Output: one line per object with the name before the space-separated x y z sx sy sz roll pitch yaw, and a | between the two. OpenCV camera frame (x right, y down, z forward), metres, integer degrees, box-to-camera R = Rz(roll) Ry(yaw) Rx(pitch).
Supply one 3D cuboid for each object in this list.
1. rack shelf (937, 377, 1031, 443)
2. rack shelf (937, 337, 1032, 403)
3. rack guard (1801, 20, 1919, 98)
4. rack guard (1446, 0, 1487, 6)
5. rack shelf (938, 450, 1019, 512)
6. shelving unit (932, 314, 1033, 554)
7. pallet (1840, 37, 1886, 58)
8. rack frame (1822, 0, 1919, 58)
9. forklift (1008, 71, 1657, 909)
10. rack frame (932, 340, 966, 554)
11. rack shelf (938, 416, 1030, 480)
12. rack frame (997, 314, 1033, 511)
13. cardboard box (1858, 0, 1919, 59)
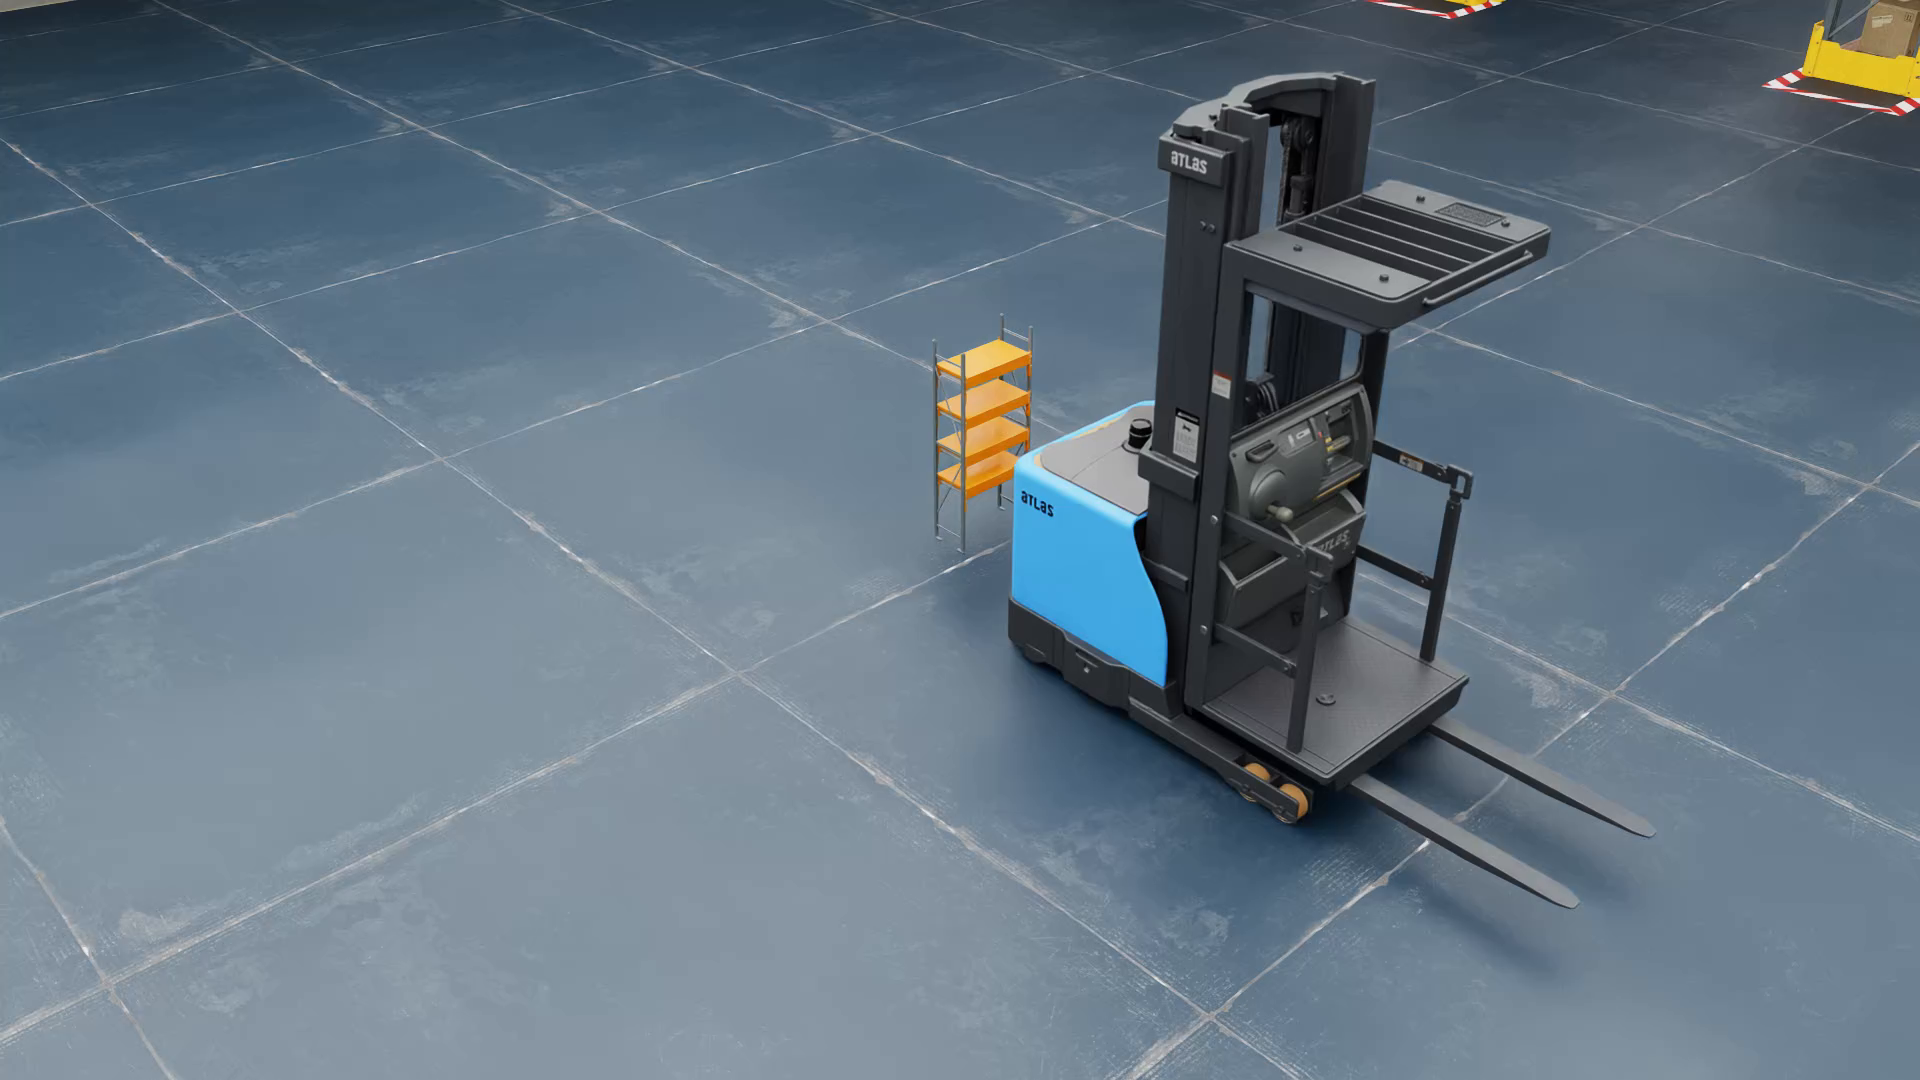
rack shelf | 0.121 -0.704 8.951 0.480 0.148 0.258 -26 40 -35
rack shelf | 0.121 -0.906 8.828 0.480 0.148 0.258 -26 40 -35
rack guard | 9.136 -4.829 16.669 0.348 0.500 1.175 -26 40 -35
rack guard | 5.737 -6.742 19.797 0.348 0.500 1.175 -26 40 -35
rack shelf | 0.121 -0.344 9.172 0.480 0.148 0.258 -26 40 -35
shelving unit | 0.121 -0.571 9.033 0.503 1.200 0.258 -26 40 -35
pallet | 9.756 -4.981 17.193 1.213 0.211 1.003 -26 40 -35
rack frame | 9.080 -5.869 15.972 0.127 3.000 1.000 -26 40 -35
forklift | 1.607 -0.322 6.968 1.130 2.935 3.031 -26 40 -35
rack frame | -0.058 -0.484 8.891 0.015 1.200 0.240 -26 40 -35
rack shelf | 0.121 -0.513 9.068 0.480 0.148 0.258 -26 40 -35
rack frame | 0.300 -0.657 9.175 0.015 1.200 0.240 -26 40 -35
cardboard box | 9.550 -5.197 16.867 0.500 0.500 0.500 -18 36 -27
